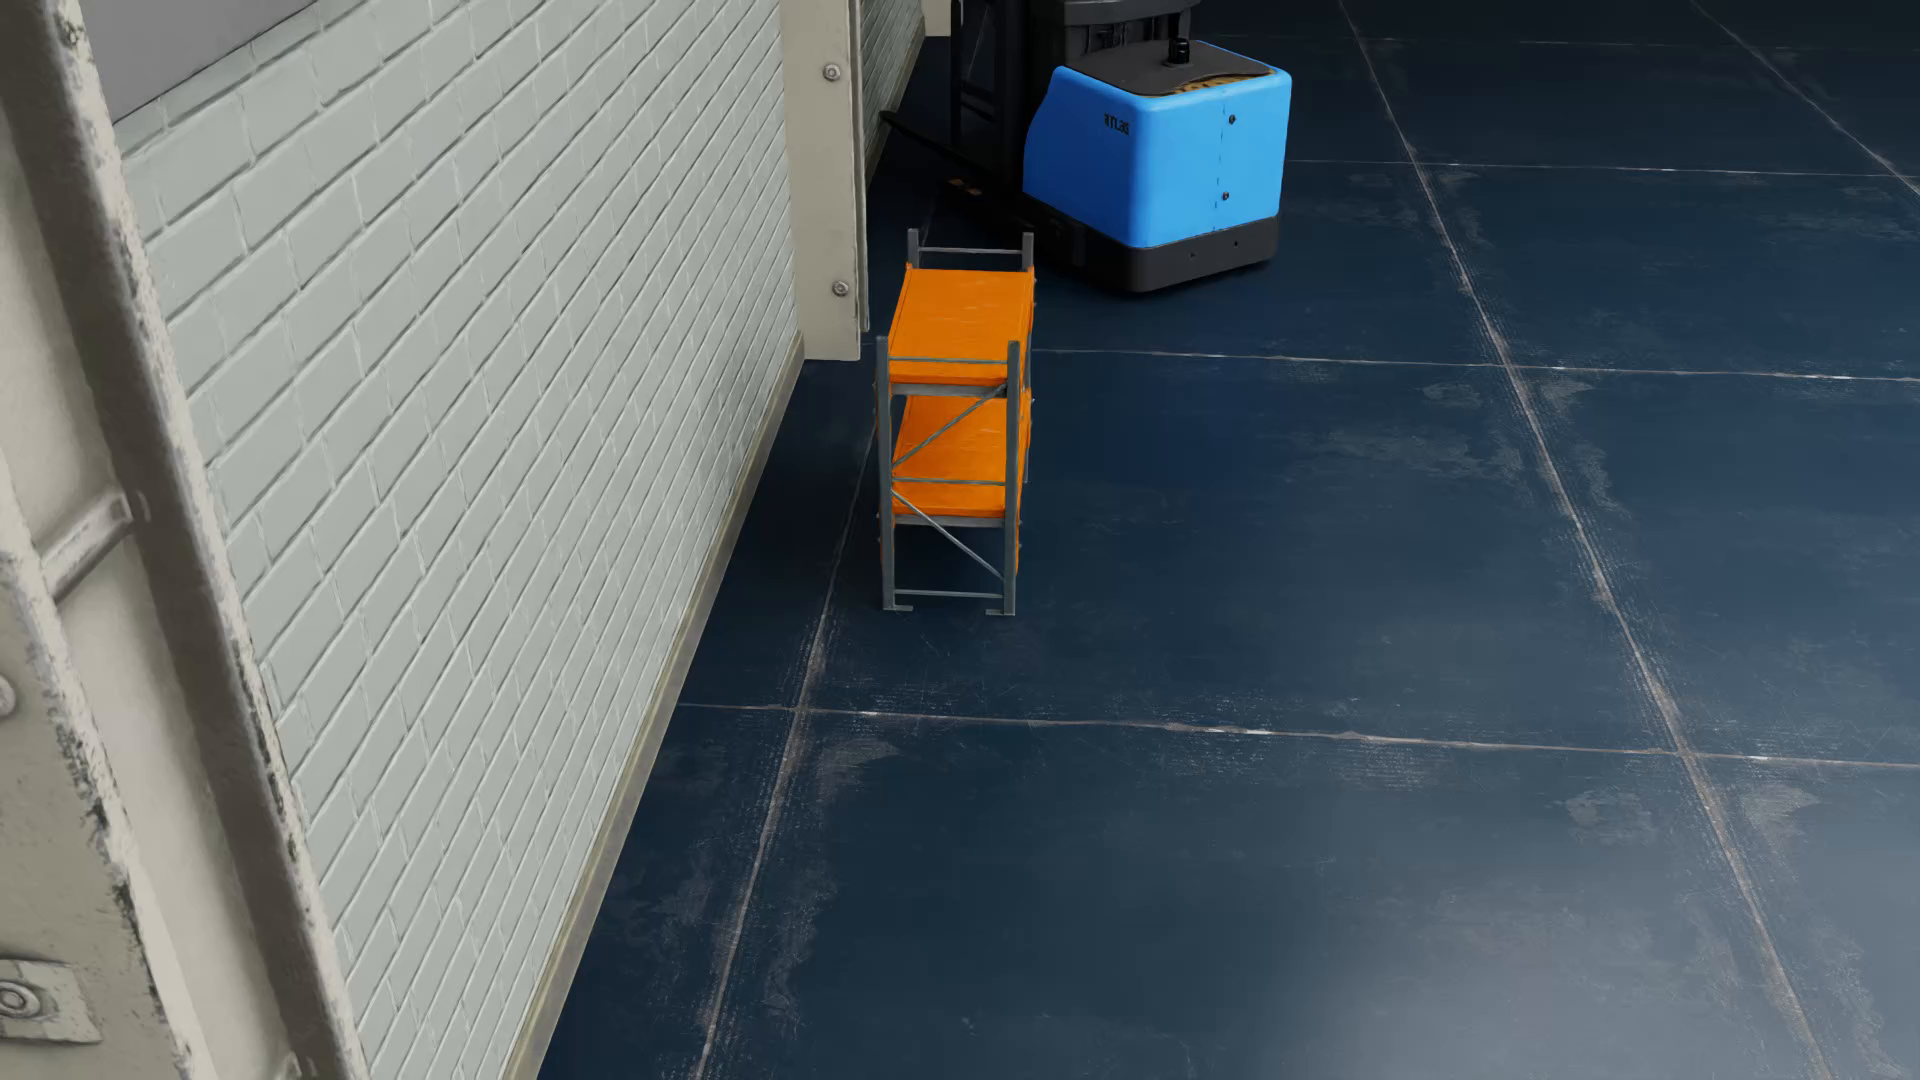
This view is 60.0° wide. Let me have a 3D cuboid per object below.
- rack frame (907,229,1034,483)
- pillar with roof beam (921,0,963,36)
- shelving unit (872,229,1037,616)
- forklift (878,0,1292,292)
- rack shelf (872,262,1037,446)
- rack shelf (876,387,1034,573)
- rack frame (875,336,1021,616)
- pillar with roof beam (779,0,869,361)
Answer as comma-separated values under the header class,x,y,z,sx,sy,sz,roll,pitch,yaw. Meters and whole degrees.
class,x,y,z,sx,sy,sz,roll,pitch,yaw
rack frame,0.041,-0.741,6.880,0.500,1.125,0.032,2,32,4
pillar with roof beam,4.146,-7.776,10.790,9.100,9.000,0.400,2,32,4
shelving unit,-0.001,-0.475,6.449,0.538,1.125,1.048,2,32,4
forklift,0.538,-3.282,9.282,1.130,2.935,3.031,-18,36,-27
rack shelf,-0.001,-0.725,6.296,0.538,0.278,1.000,2,32,4
rack shelf,-0.001,-0.267,6.577,0.538,0.278,1.000,2,32,4
rack frame,-0.042,-0.210,6.018,0.500,1.125,0.032,2,32,4
pillar with roof beam,3.658,-4.638,5.699,9.100,9.000,0.400,2,32,4
